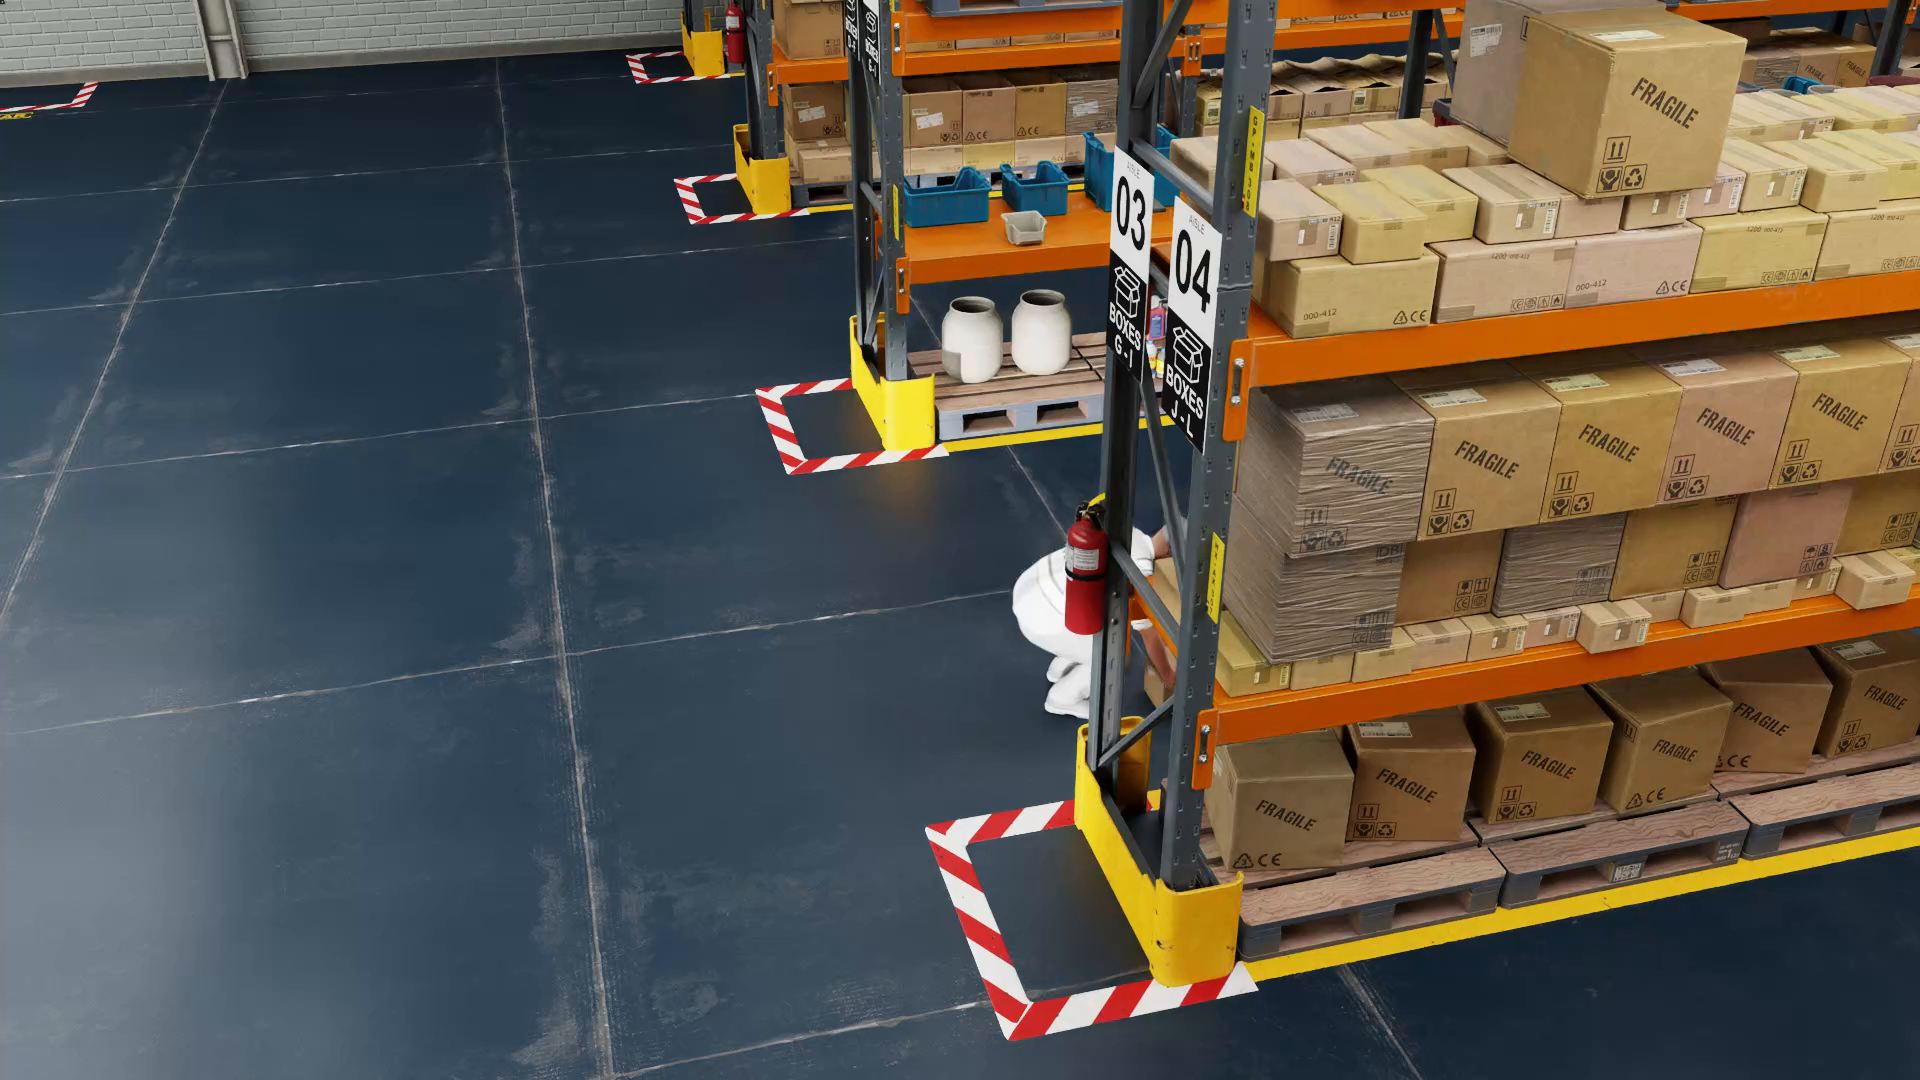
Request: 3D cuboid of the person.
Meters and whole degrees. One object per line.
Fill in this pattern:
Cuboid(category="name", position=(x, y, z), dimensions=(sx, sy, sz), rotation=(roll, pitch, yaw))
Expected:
Cuboid(category="person", position=(0.738, 0.348, 8.359), dimensions=(0.943, 1.029, 0.566), rotation=(2, 30, 3))
